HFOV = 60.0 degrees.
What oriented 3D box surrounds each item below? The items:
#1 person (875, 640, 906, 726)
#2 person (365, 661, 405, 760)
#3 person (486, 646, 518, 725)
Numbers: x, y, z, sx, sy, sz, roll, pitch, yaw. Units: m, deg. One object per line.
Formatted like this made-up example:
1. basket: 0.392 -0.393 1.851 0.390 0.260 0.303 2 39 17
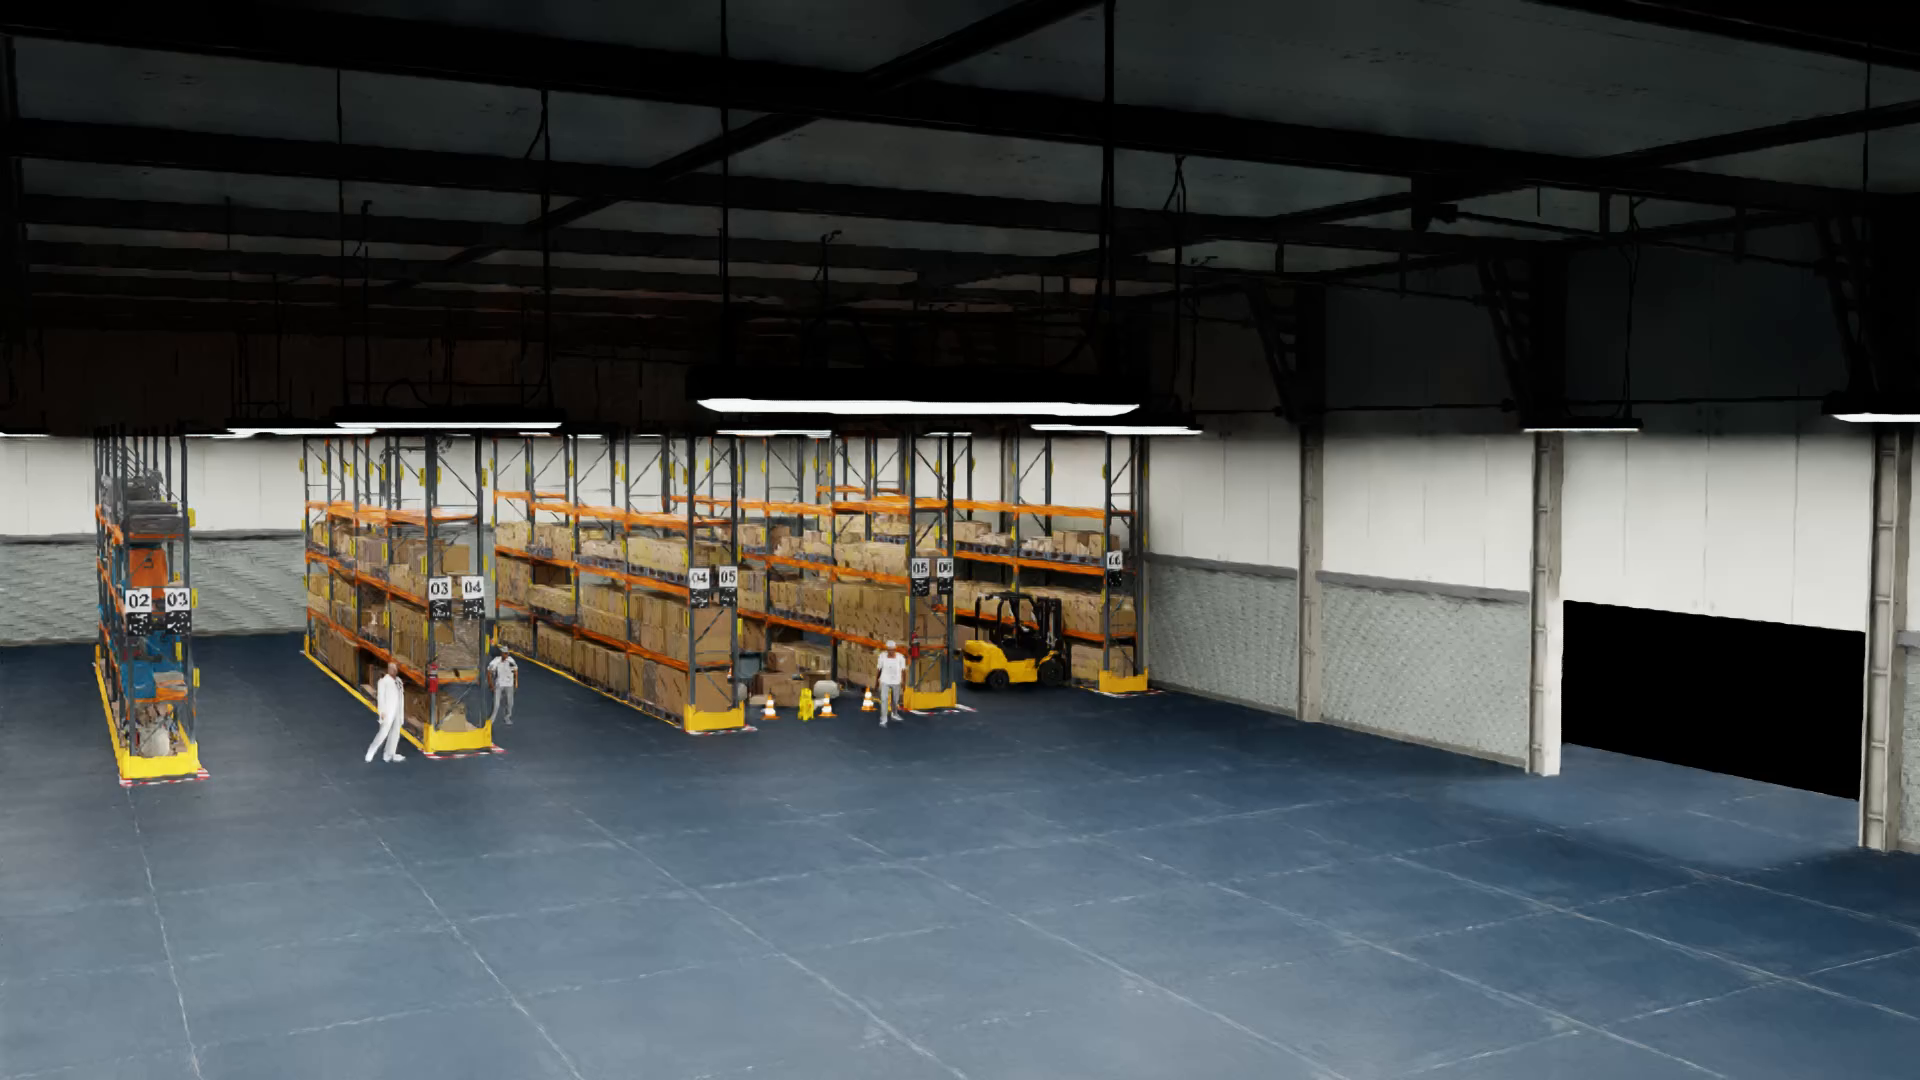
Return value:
1. person: -1.385 2.849 33.331 0.622 1.721 0.959 0 3 -5
2. person: -10.213 3.046 29.533 0.561 1.768 0.771 1 4 22
3. person: -9.153 2.909 33.299 0.625 1.611 0.575 -2 4 -31
